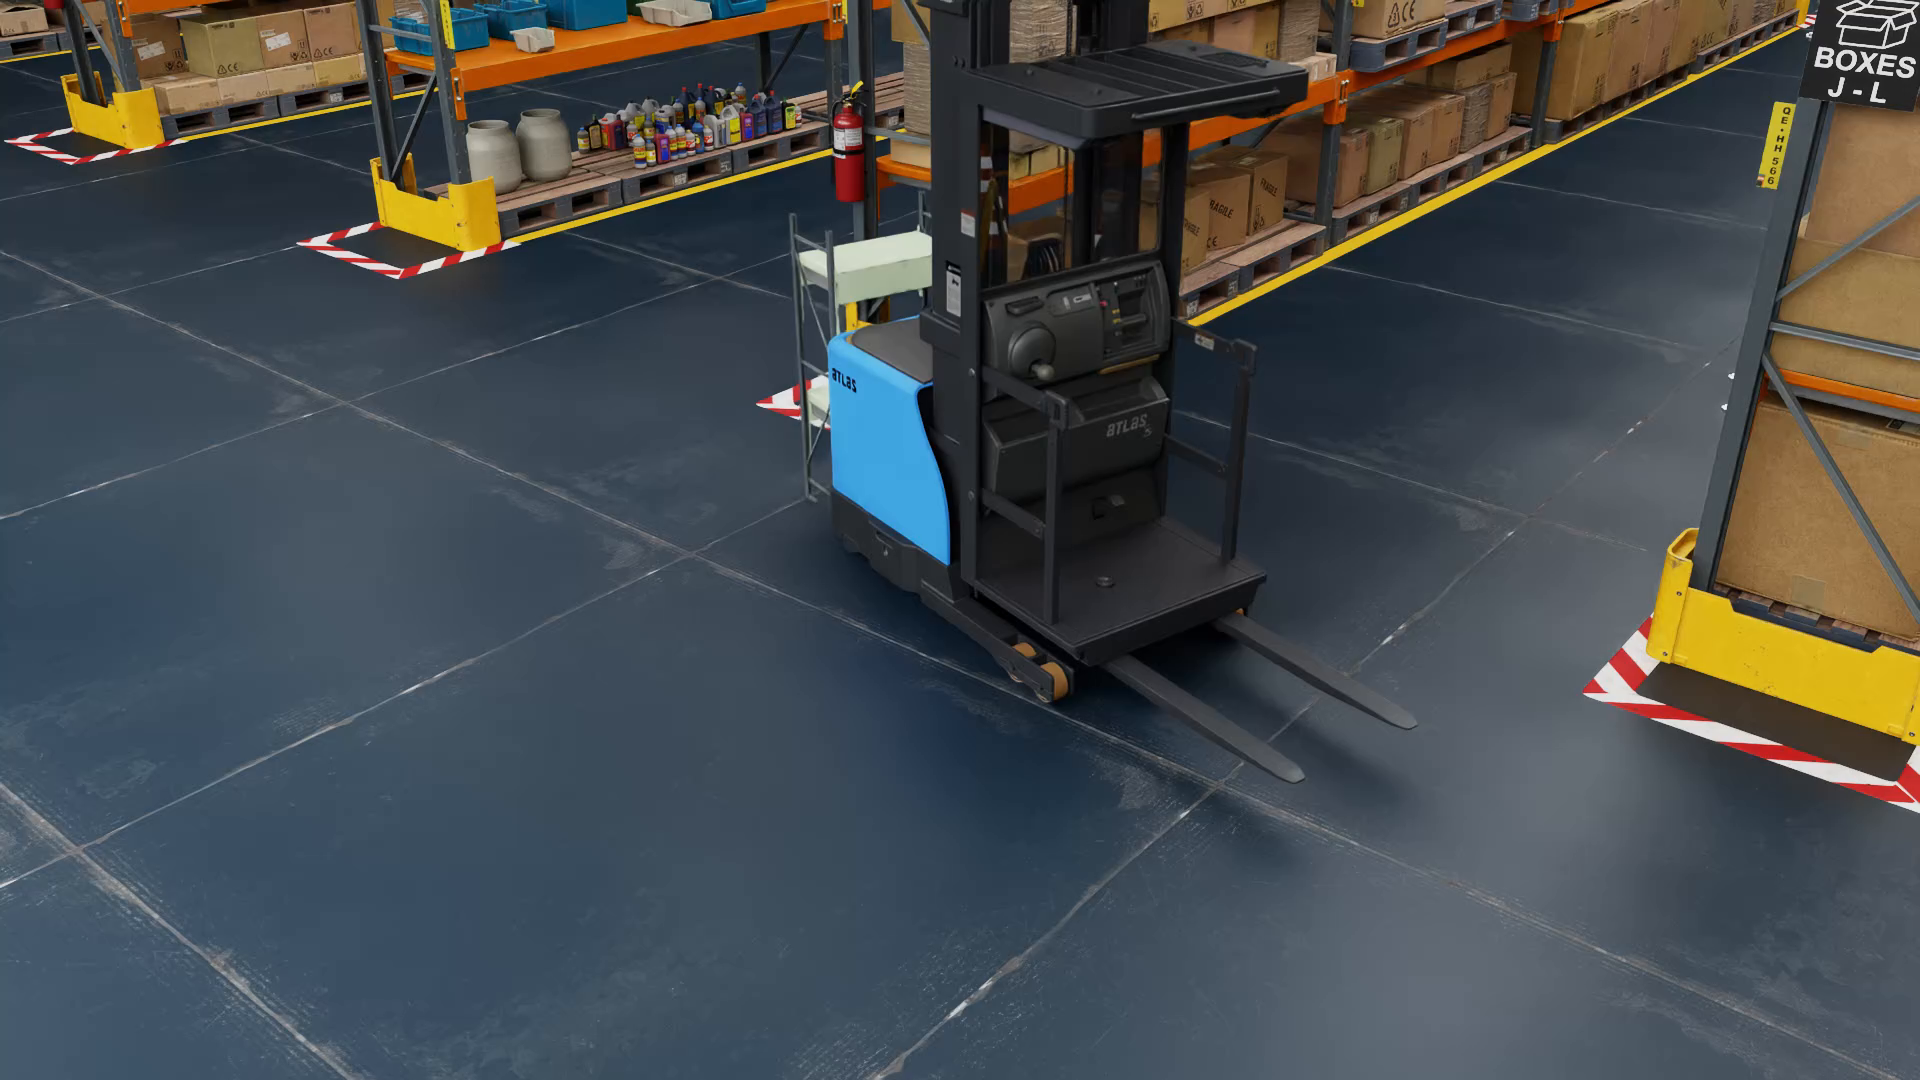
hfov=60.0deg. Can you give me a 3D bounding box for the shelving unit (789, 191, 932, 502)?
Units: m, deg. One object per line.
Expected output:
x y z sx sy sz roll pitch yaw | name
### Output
-0.391 -0.923 8.390 0.755 1.500 0.431 -16 30 -29 | shelving unit

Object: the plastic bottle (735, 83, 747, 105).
-2.022 -4.081 15.364 0.097 0.271 0.097 0 27 0 | plastic bottle

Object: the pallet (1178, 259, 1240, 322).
1.165 -1.713 11.331 1.003 0.211 1.213 21 34 34 | pallet

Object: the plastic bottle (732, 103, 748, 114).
-1.921 -3.721 14.664 0.152 0.276 0.135 21 34 34 | plastic bottle

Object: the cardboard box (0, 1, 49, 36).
-10.798 -5.981 18.995 0.500 0.311 0.500 24 36 38 | cardboard box

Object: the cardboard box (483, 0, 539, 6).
-4.846 -5.819 18.159 0.500 0.311 0.500 21 34 35 | cardboard box

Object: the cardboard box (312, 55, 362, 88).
-6.377 -4.734 16.673 0.500 0.250 0.500 21 34 34 | cardboard box

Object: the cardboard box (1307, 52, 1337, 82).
2.431 -3.361 11.755 0.380 0.149 0.250 21 34 34 | cardboard box

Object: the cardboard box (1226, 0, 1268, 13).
1.631 -3.660 10.540 0.500 0.500 0.500 21 34 34 | cardboard box

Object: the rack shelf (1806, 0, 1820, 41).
4.831 -2.453 7.245 1.077 0.370 4.000 21 34 34 | rack shelf

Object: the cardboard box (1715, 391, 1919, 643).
3.940 -0.233 7.292 0.875 0.875 0.875 21 34 35 | cardboard box

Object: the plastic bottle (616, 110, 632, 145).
-2.926 -3.559 14.351 0.152 0.276 0.135 20 33 33 | plastic bottle

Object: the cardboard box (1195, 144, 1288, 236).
2.055 -2.581 12.237 0.500 0.500 0.500 20 33 33 | cardboard box

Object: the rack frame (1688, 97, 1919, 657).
3.559 -0.731 6.398 1.000 3.000 0.127 21 34 34 | rack frame

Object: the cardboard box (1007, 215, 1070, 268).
0.560 -1.731 10.595 0.500 0.500 0.500 -18 32 -31 | cardboard box

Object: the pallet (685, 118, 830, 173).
-1.941 -3.617 15.013 1.003 0.211 1.213 21 34 34 | pallet

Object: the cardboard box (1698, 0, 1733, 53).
7.911 -5.924 18.293 0.875 0.875 0.875 21 34 34 | cardboard box

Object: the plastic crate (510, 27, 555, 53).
-3.208 -3.770 12.560 0.298 0.136 0.250 21 34 34 | plastic crate

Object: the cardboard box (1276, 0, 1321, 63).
2.006 -3.669 11.646 0.875 0.500 0.500 21 34 34 | cardboard box

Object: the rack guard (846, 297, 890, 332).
-0.156 -1.133 9.896 1.175 0.500 0.348 21 34 34 | rack guard

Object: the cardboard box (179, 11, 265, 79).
-7.016 -4.714 15.817 0.500 0.500 0.500 21 34 34 | cardboard box

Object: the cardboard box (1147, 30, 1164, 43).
0.744 -2.957 10.268 0.875 0.500 0.500 21 34 34 | cardboard box

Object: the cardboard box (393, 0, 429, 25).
-5.755 -5.427 17.196 0.500 0.500 0.500 21 34 34 | cardboard box

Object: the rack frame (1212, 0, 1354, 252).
2.340 -3.634 12.011 1.000 3.000 0.127 21 34 34 | rack frame

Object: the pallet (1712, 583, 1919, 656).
4.007 0.201 7.631 1.003 0.211 1.213 21 34 34 | pallet

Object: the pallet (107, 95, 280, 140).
-7.391 -4.158 16.057 1.003 0.211 1.213 21 34 34 | pallet

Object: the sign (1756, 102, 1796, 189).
3.149 -1.514 6.394 0.100 0.325 0.005 21 34 34 | sign

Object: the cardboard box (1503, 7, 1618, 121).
5.340 -4.534 15.605 1.225 0.875 0.875 19 33 32 | cardboard box

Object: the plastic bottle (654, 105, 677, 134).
-2.575 -3.651 14.528 0.152 0.276 0.135 21 34 34 | plastic bottle

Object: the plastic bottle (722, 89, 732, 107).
-2.124 -3.932 15.064 0.061 0.283 0.133 21 34 34 | plastic bottle

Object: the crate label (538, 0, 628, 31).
-3.064 -4.411 13.474 0.502 0.435 0.616 21 34 34 | crate label

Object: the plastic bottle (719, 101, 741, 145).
-1.996 -3.606 14.359 0.144 0.351 0.185 21 34 34 | plastic bottle

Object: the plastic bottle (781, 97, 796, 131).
-1.533 -3.804 14.816 0.061 0.283 0.133 23 35 37 | plastic bottle

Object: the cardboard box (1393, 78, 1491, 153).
4.131 -3.694 14.368 0.700 0.500 0.500 18 32 30 | cardboard box

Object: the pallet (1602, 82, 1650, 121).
6.221 -4.502 16.723 1.003 0.211 1.213 21 34 34 | pallet

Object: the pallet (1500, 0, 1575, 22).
4.514 -4.684 14.248 1.213 0.211 1.003 21 34 34 | pallet

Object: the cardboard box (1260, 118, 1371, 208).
2.748 -2.931 12.893 0.700 0.500 0.500 18 32 31 | cardboard box

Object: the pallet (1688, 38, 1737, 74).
7.973 -5.479 18.611 1.003 0.211 1.213 21 34 34 | pallet

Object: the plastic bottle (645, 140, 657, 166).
-2.566 -3.205 13.747 0.097 0.201 0.097 0 27 0 | plastic bottle

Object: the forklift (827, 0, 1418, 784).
0.622 -0.876 6.753 1.130 2.935 3.031 -18 32 -31 | forklift

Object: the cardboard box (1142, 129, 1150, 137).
0.951 -2.581 10.248 0.380 0.149 0.250 21 34 34 | cardboard box

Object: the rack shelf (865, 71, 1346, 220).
1.068 -2.606 10.805 1.077 0.370 4.000 21 34 34 | rack shelf

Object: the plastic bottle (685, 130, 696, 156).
-2.287 -3.360 14.047 0.097 0.201 0.097 0 27 0 | plastic bottle

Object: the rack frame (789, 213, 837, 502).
-0.699 -0.832 8.214 0.023 1.500 0.400 -16 30 -29 | rack frame

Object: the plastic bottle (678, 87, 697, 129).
-2.435 -3.869 14.868 0.144 0.351 0.185 19 33 32 | plastic bottle
